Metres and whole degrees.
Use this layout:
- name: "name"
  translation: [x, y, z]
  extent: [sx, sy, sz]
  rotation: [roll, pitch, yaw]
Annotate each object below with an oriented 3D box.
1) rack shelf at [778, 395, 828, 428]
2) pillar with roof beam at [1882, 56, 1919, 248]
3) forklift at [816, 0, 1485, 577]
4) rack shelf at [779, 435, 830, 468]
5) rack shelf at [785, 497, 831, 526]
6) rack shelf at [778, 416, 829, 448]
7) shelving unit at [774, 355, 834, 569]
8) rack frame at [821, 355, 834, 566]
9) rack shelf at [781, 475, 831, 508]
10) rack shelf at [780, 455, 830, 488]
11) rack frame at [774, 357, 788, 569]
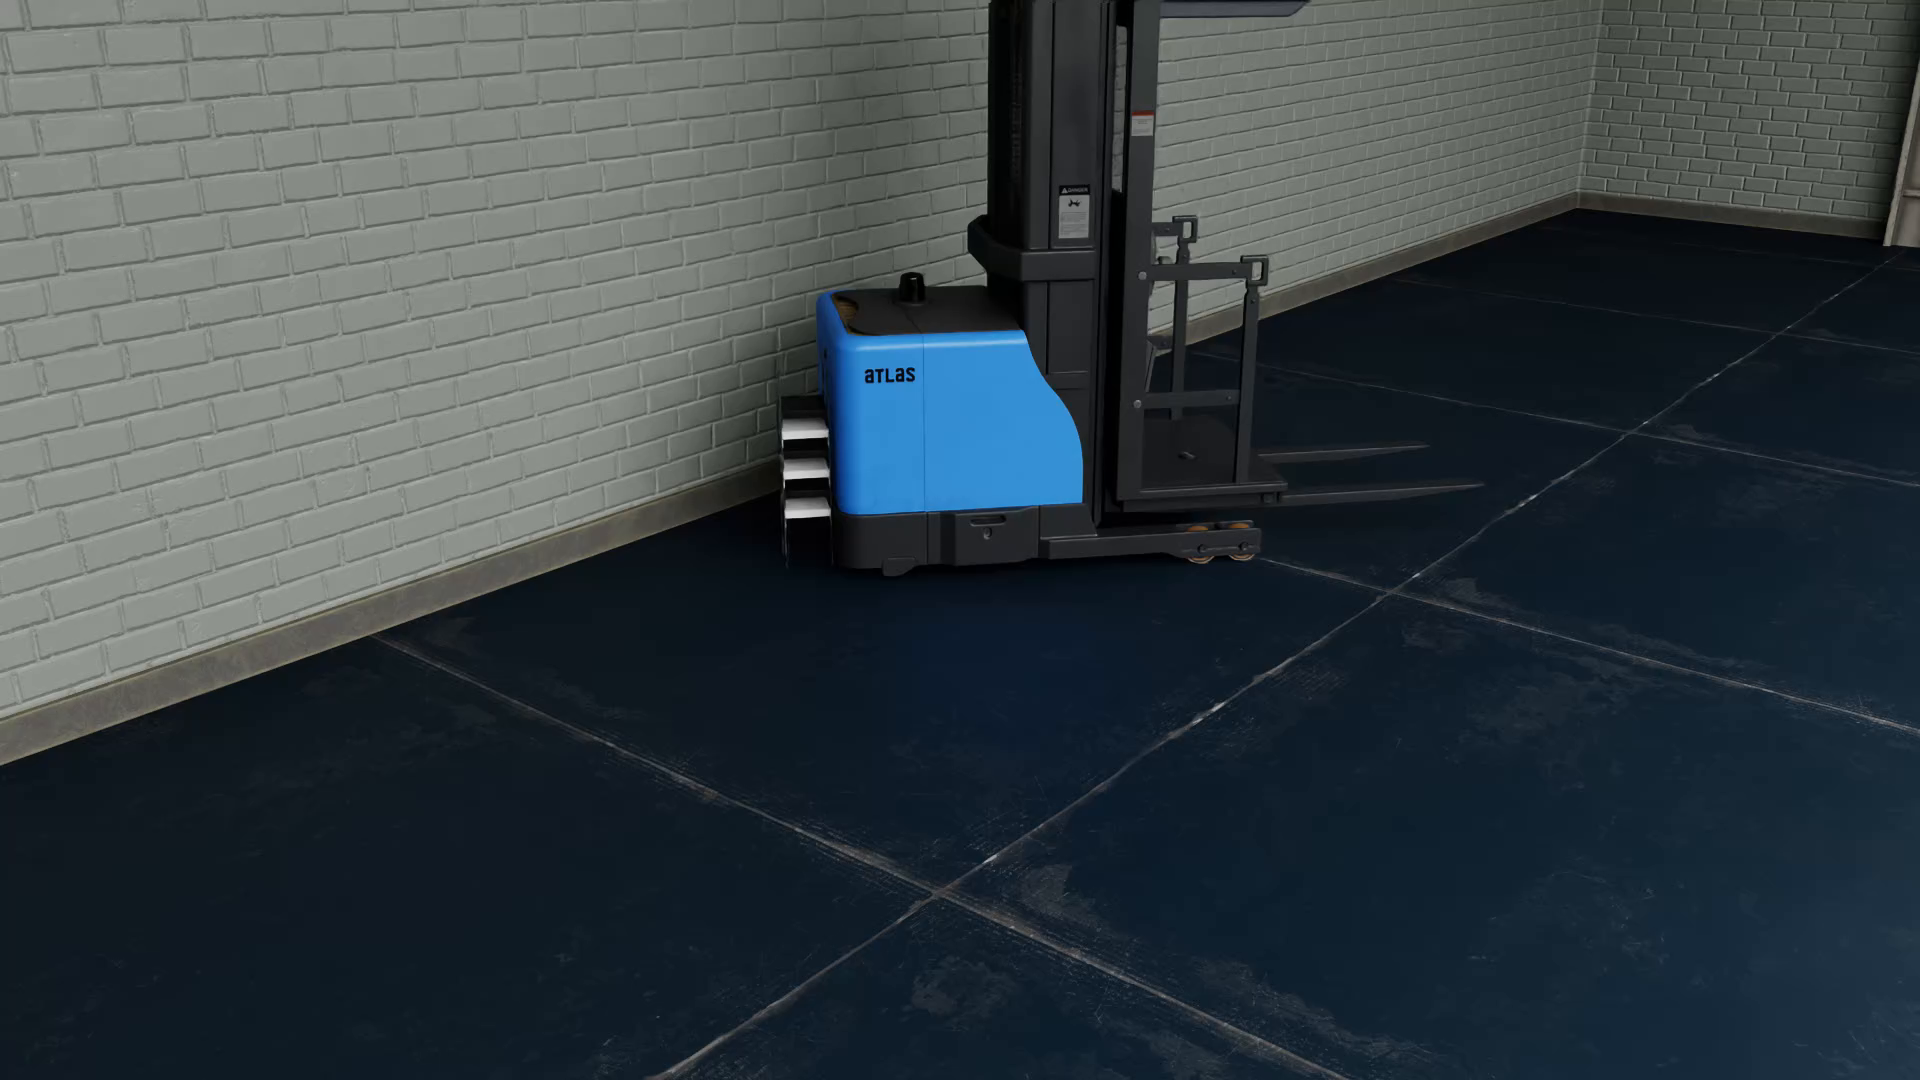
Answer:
- name: "rack shelf"
  translation: [-0.683, -0.561, 7.210]
  extent: [0.200, 0.077, 0.258]
  rotation: [-3, 21, -9]
- name: "pillar with roof beam"
  translation: [5.552, -5.594, 9.750]
  extent: [0.400, 9.000, 9.100]
  rotation: [16, 26, 36]
- name: "forklift"
  translation: [0.890, -1.446, 7.348]
  extent: [3.031, 2.935, 1.130]
  rotation: [-3, 21, -9]
- name: "rack shelf"
  translation: [-0.683, -0.393, 7.274]
  extent: [0.200, 0.077, 0.258]
  rotation: [-3, 21, -9]
- name: "rack shelf"
  translation: [-0.683, -0.140, 7.369]
  extent: [0.200, 0.077, 0.258]
  rotation: [-3, 21, -9]
- name: "rack shelf"
  translation: [-0.683, -0.477, 7.242]
  extent: [0.200, 0.077, 0.258]
  rotation: [-3, 21, -9]
- name: "shelving unit"
  translation: [-0.683, -0.340, 7.294]
  extent: [0.210, 0.900, 0.258]
  rotation: [-3, 21, -9]
- name: "rack frame"
  translation: [-0.583, -0.346, 7.310]
  extent: [0.006, 0.900, 0.240]
  rotation: [-3, 21, -9]
- name: "rack shelf"
  translation: [-0.683, -0.224, 7.337]
  extent: [0.200, 0.077, 0.258]
  rotation: [-3, 21, -9]
- name: "rack shelf"
  translation: [-0.683, -0.309, 7.305]
  extent: [0.200, 0.077, 0.258]
  rotation: [-3, 21, -9]
- name: "rack frame"
  translation: [-0.783, -0.334, 7.278]
  extent: [0.006, 0.900, 0.240]
  rotation: [-3, 21, -9]
